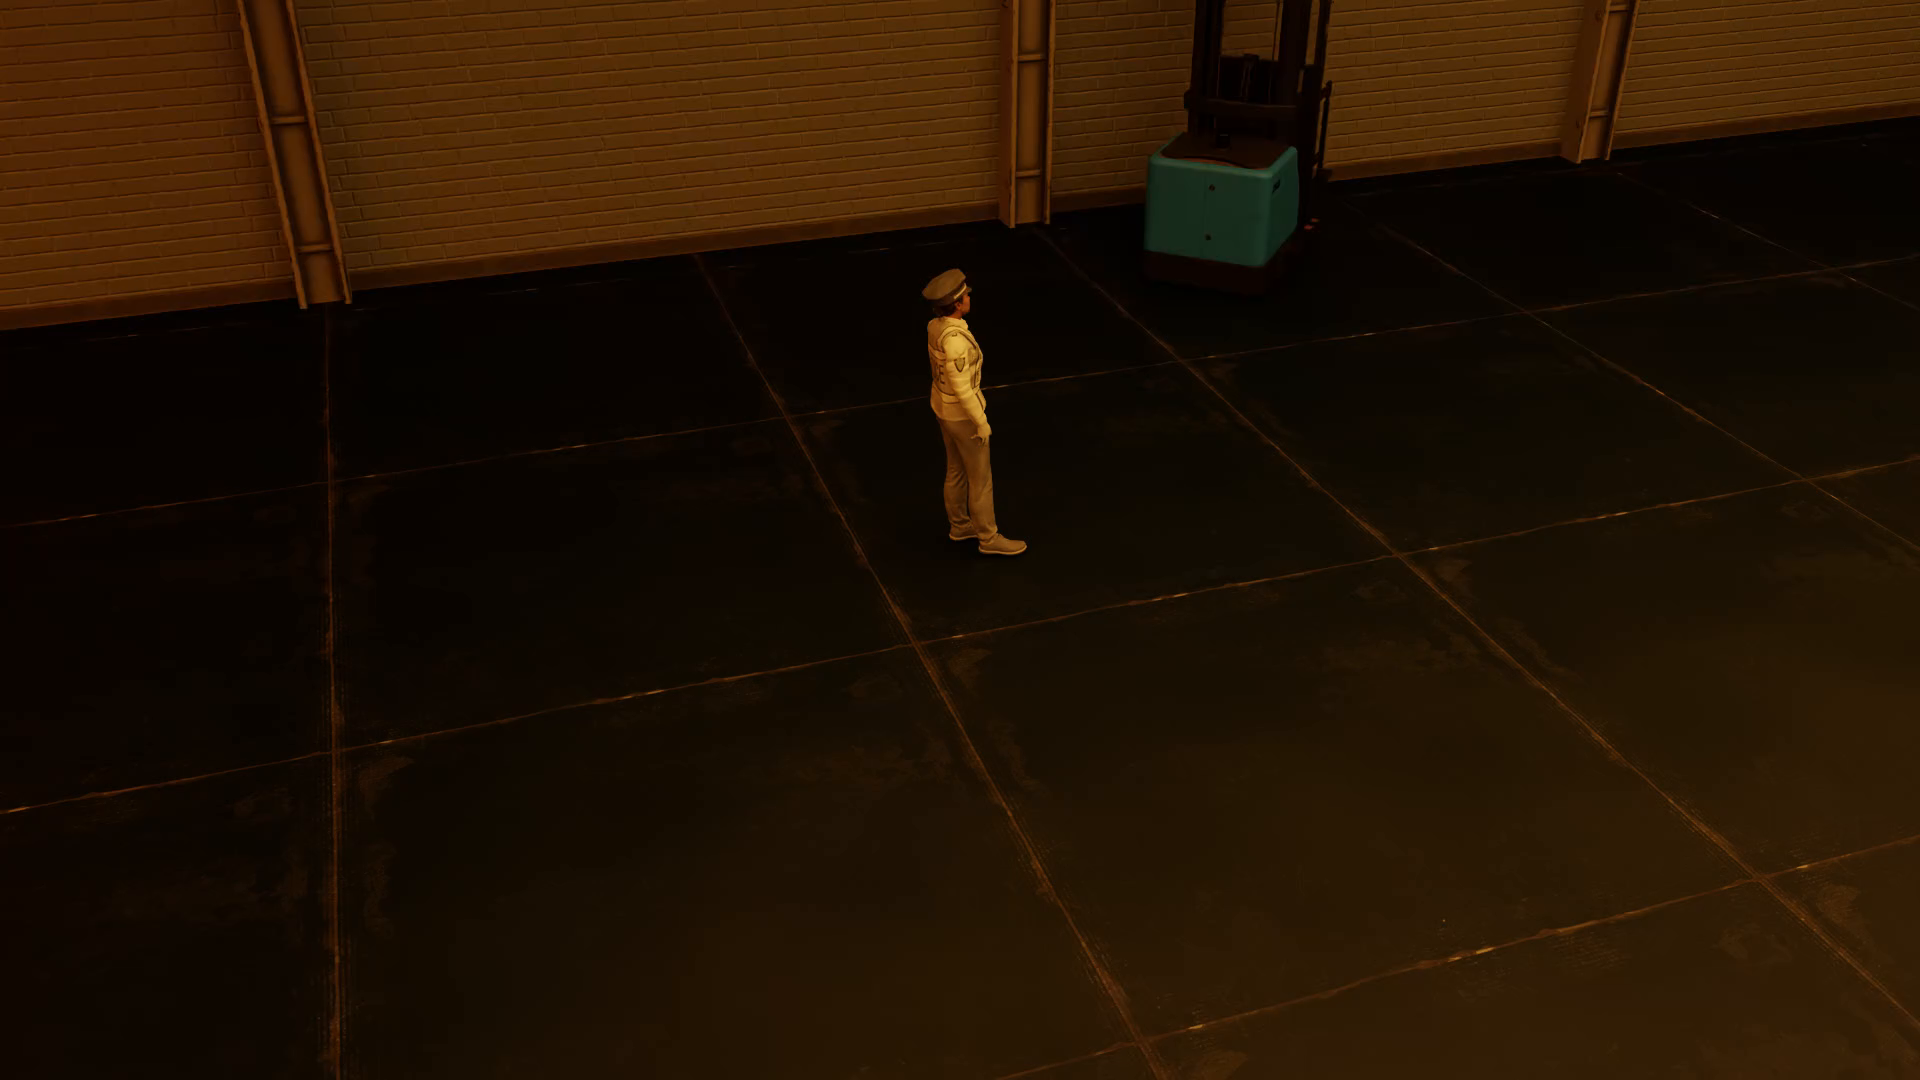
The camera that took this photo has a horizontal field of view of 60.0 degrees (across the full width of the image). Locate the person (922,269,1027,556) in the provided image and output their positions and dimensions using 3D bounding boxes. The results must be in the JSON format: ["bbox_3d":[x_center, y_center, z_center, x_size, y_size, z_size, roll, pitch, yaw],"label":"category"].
[{"bbox_3d":[0.067,-0.749,9.613,0.531,1.695,0.587,-10,31,-16],"label":"person"}]

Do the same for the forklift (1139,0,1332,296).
[{"bbox_3d":[2.551,-3.934,13.924,1.130,2.935,3.031,13,32,21],"label":"forklift"}]
